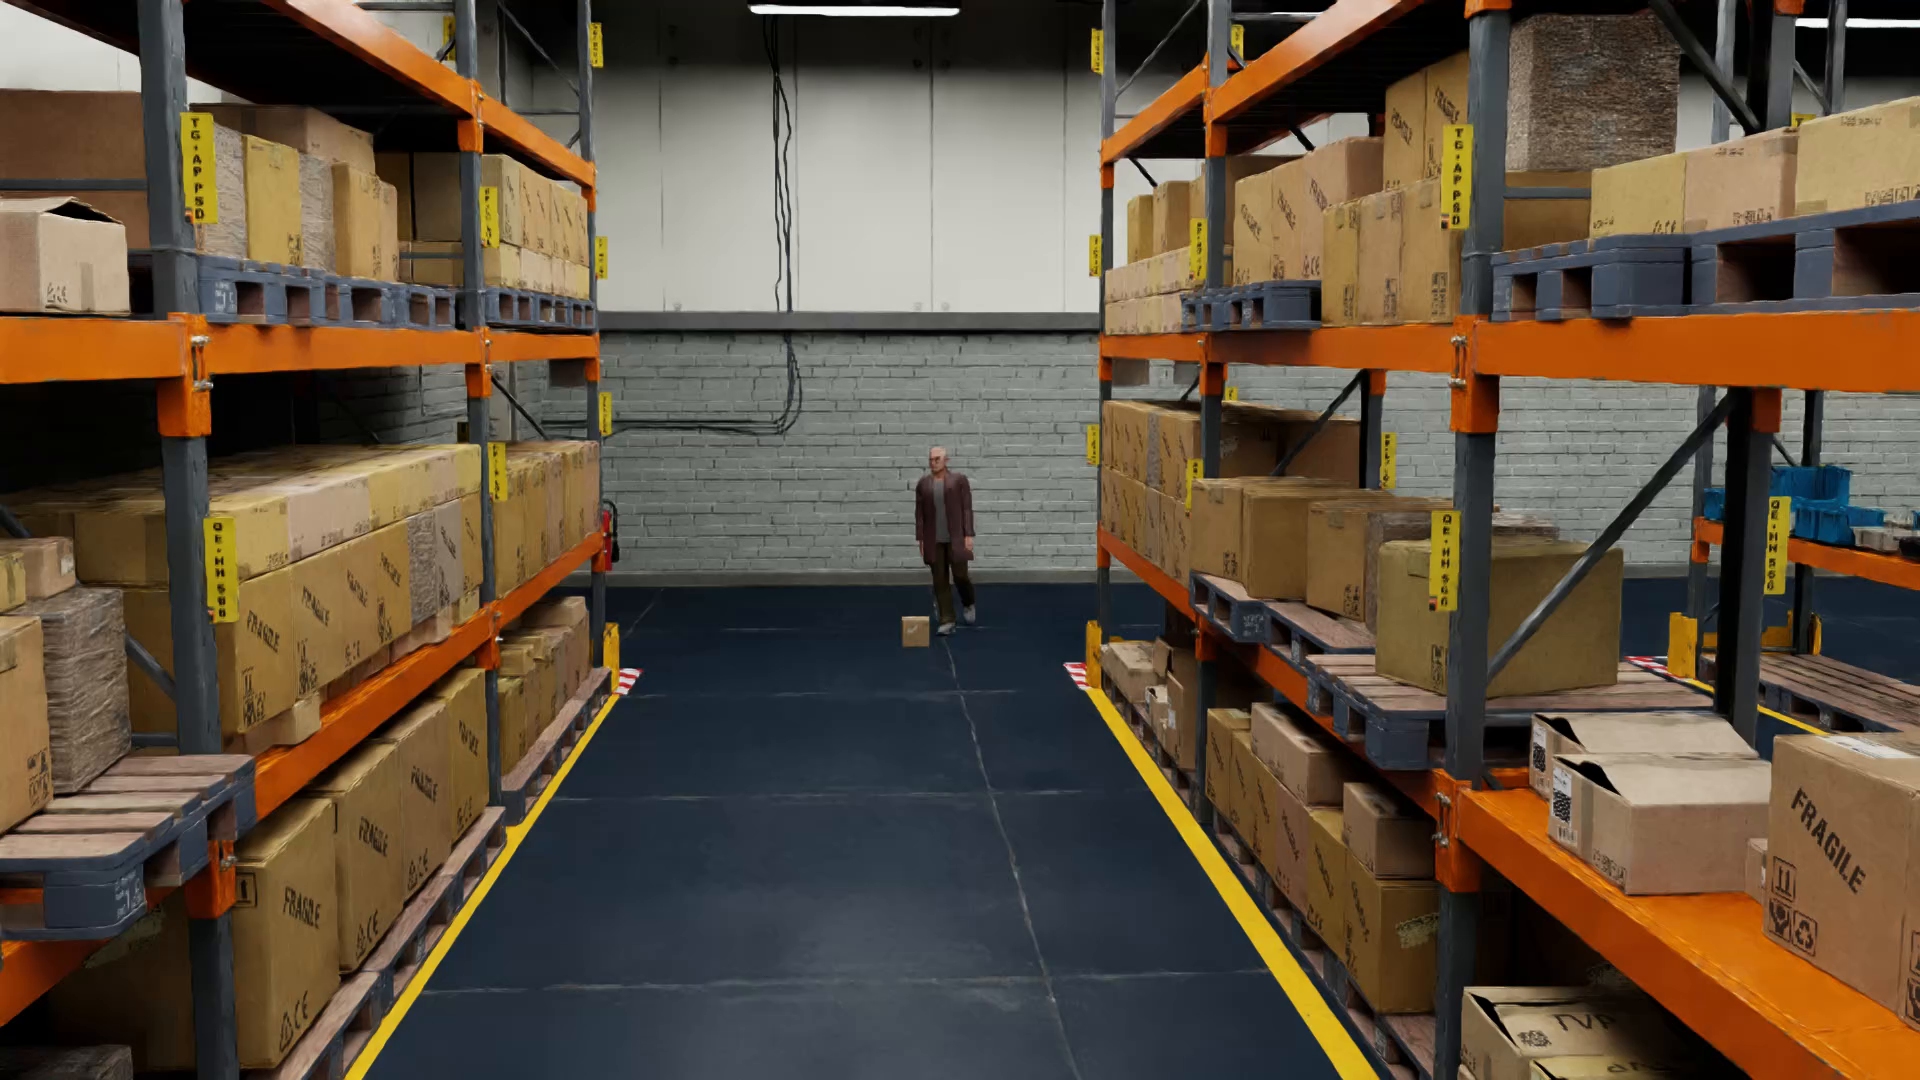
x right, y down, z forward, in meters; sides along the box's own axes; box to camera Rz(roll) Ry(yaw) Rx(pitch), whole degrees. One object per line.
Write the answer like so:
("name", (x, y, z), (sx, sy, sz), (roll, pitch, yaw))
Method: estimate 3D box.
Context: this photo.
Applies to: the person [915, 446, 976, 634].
("person", (-0.137, -0.010, 15.871), (0.611, 1.769, 0.792), (2, 7, 14))
